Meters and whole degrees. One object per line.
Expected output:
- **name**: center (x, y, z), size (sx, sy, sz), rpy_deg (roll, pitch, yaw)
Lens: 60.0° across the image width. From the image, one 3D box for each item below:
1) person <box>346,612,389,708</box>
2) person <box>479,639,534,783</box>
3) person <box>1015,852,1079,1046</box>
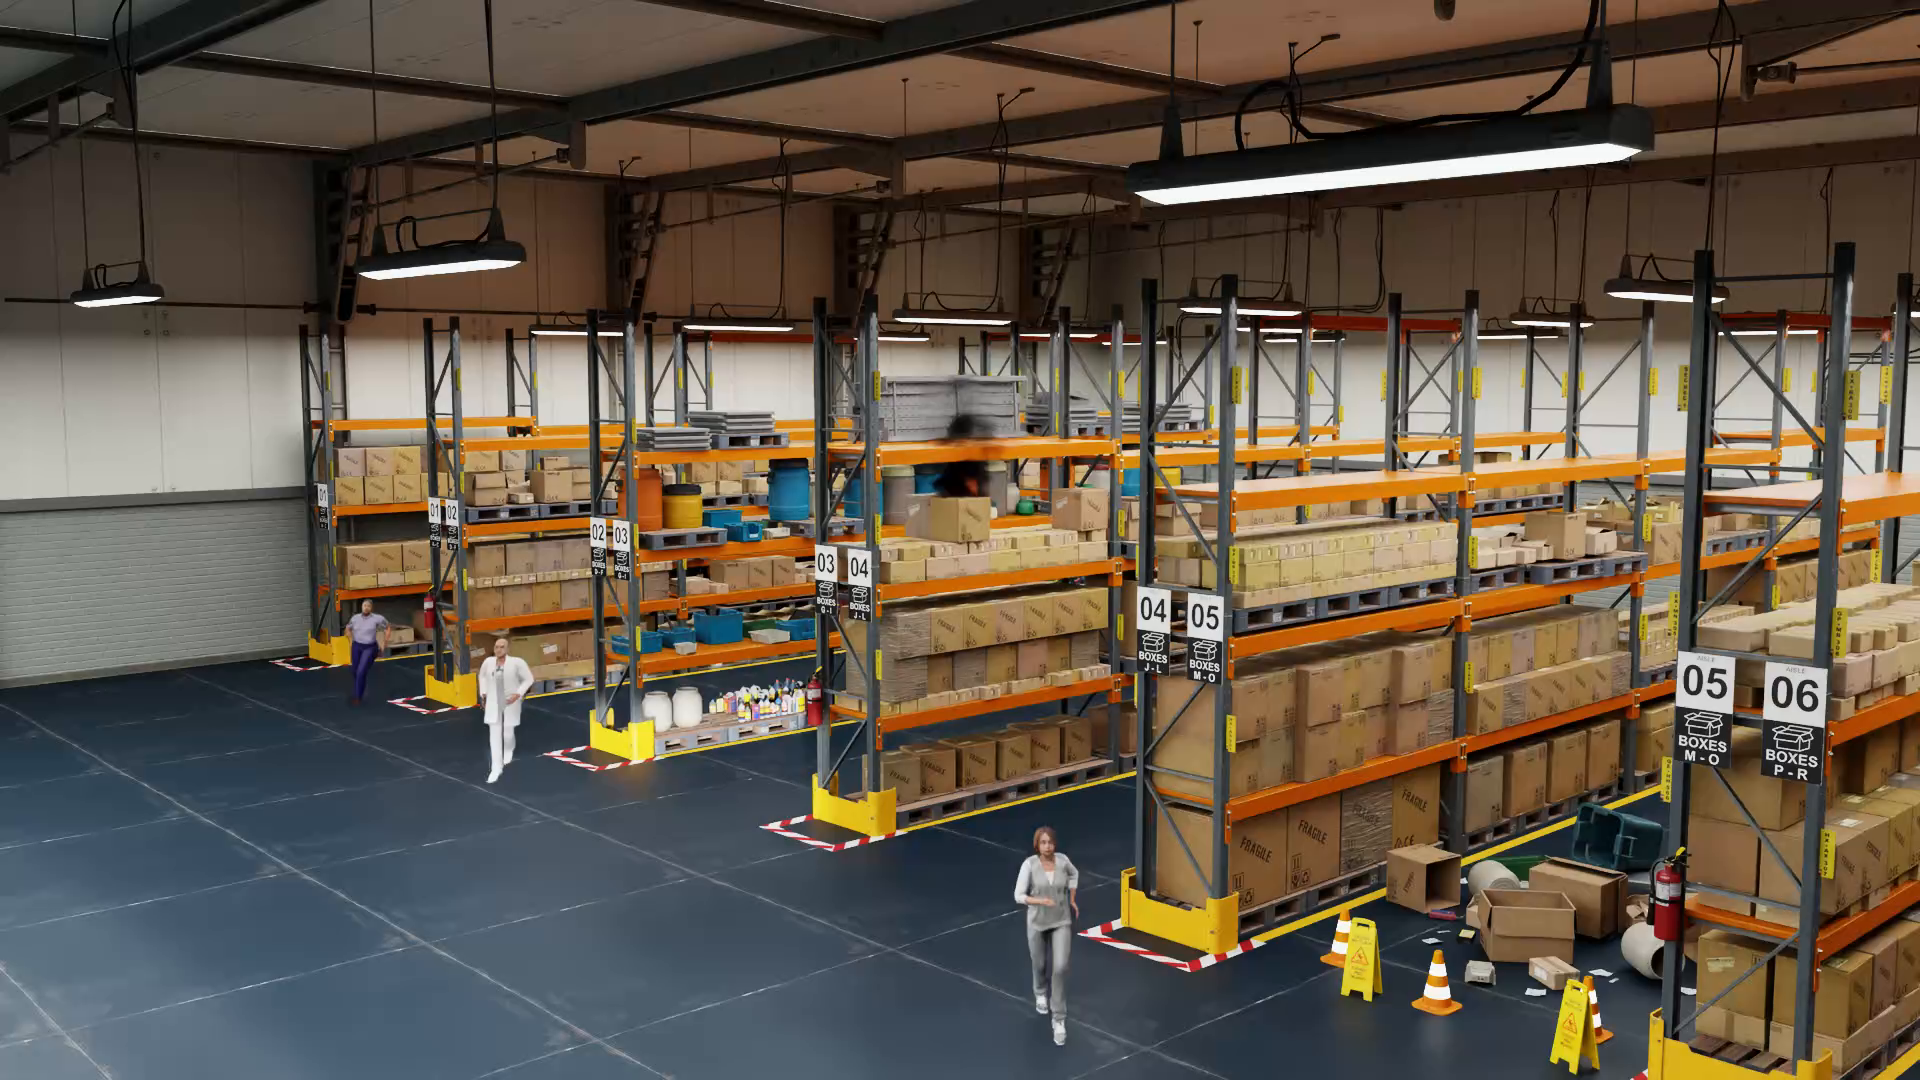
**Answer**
- **person**: center (-9.299, 1.845, 25.975), size (0.675, 1.482, 0.775), rpy_deg (0, 6, 4)
- **person**: center (-5.819, 2.134, 21.348), size (0.721, 1.797, 0.887), rpy_deg (0, 6, -3)
- **person**: center (0.684, 3.161, 13.074), size (0.516, 1.403, 0.707), rpy_deg (0, 6, -1)
